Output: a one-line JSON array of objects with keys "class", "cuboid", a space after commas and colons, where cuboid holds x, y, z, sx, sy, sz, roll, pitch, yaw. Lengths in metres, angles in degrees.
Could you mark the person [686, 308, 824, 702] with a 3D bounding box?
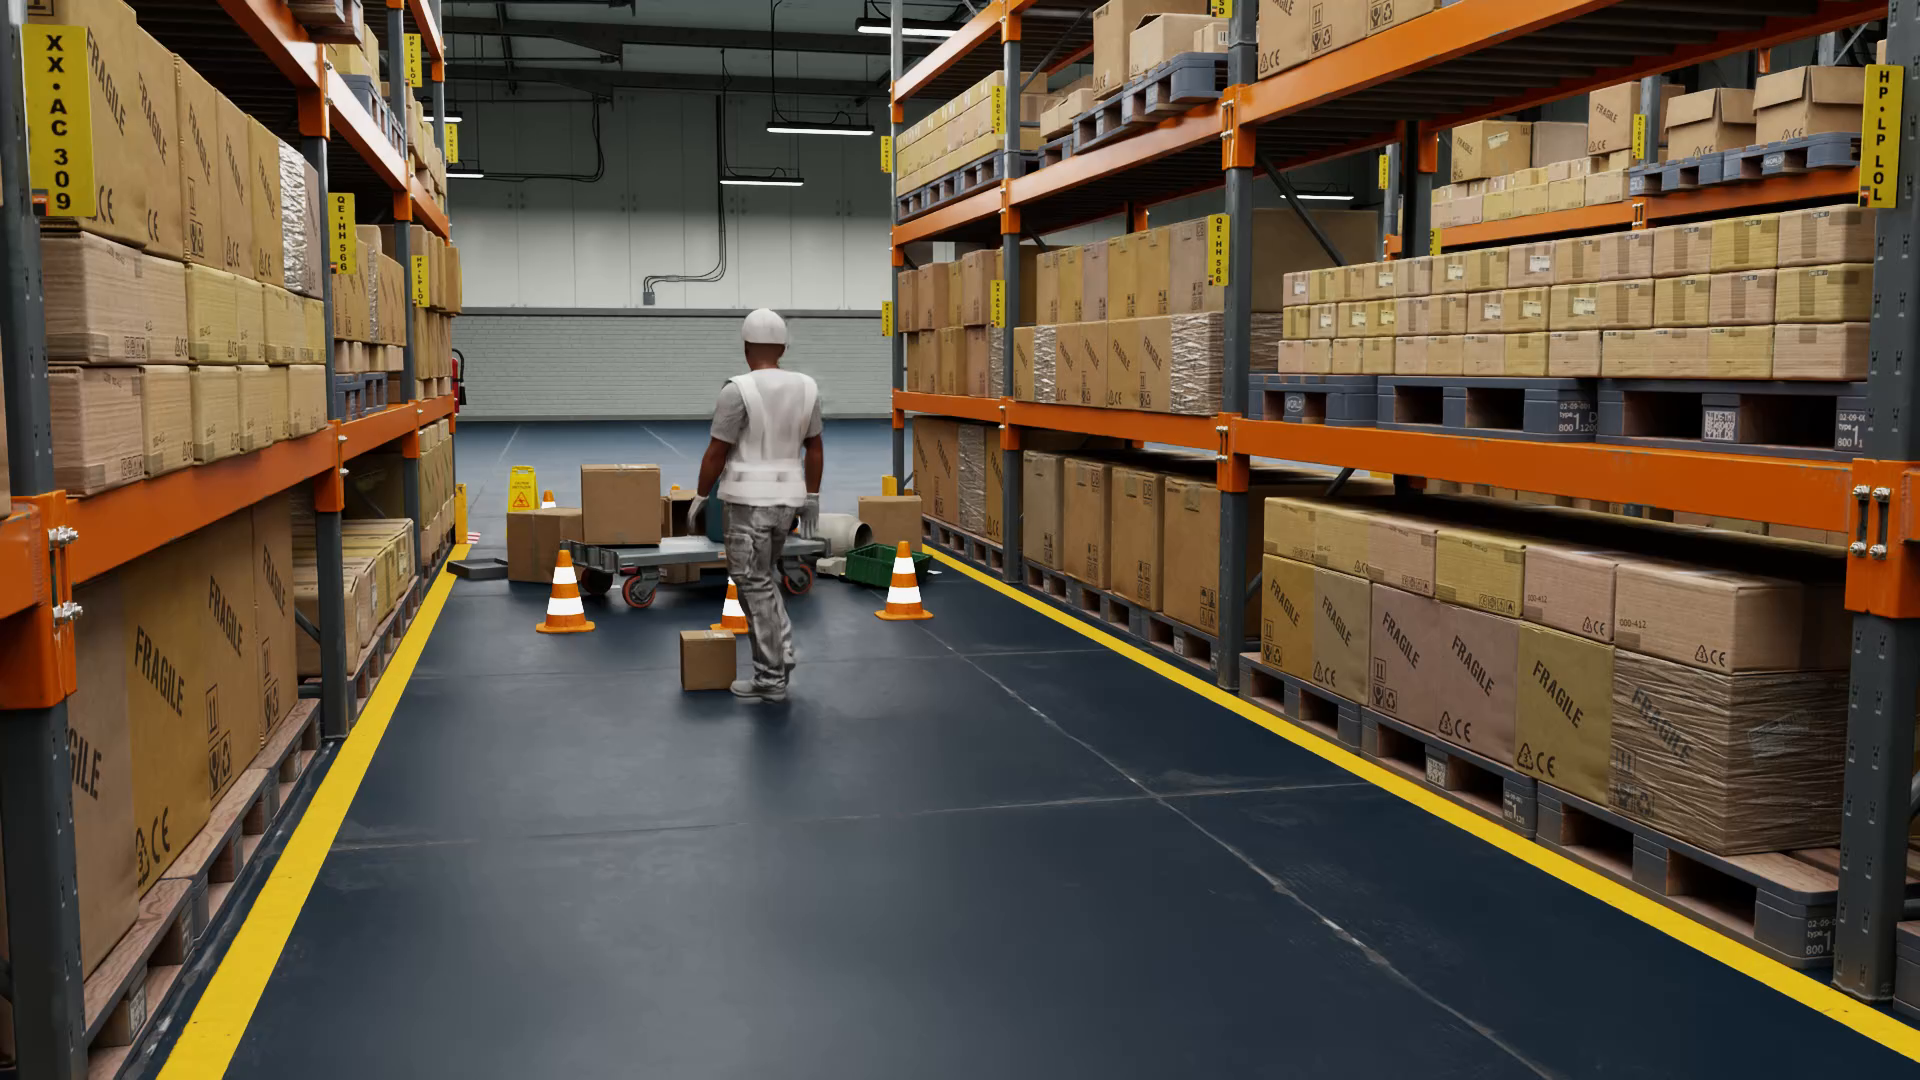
[{"class": "person", "cuboid": [-0.945, -0.143, 7.623, 0.474, 1.820, 0.570, 5, 8, 37]}]
